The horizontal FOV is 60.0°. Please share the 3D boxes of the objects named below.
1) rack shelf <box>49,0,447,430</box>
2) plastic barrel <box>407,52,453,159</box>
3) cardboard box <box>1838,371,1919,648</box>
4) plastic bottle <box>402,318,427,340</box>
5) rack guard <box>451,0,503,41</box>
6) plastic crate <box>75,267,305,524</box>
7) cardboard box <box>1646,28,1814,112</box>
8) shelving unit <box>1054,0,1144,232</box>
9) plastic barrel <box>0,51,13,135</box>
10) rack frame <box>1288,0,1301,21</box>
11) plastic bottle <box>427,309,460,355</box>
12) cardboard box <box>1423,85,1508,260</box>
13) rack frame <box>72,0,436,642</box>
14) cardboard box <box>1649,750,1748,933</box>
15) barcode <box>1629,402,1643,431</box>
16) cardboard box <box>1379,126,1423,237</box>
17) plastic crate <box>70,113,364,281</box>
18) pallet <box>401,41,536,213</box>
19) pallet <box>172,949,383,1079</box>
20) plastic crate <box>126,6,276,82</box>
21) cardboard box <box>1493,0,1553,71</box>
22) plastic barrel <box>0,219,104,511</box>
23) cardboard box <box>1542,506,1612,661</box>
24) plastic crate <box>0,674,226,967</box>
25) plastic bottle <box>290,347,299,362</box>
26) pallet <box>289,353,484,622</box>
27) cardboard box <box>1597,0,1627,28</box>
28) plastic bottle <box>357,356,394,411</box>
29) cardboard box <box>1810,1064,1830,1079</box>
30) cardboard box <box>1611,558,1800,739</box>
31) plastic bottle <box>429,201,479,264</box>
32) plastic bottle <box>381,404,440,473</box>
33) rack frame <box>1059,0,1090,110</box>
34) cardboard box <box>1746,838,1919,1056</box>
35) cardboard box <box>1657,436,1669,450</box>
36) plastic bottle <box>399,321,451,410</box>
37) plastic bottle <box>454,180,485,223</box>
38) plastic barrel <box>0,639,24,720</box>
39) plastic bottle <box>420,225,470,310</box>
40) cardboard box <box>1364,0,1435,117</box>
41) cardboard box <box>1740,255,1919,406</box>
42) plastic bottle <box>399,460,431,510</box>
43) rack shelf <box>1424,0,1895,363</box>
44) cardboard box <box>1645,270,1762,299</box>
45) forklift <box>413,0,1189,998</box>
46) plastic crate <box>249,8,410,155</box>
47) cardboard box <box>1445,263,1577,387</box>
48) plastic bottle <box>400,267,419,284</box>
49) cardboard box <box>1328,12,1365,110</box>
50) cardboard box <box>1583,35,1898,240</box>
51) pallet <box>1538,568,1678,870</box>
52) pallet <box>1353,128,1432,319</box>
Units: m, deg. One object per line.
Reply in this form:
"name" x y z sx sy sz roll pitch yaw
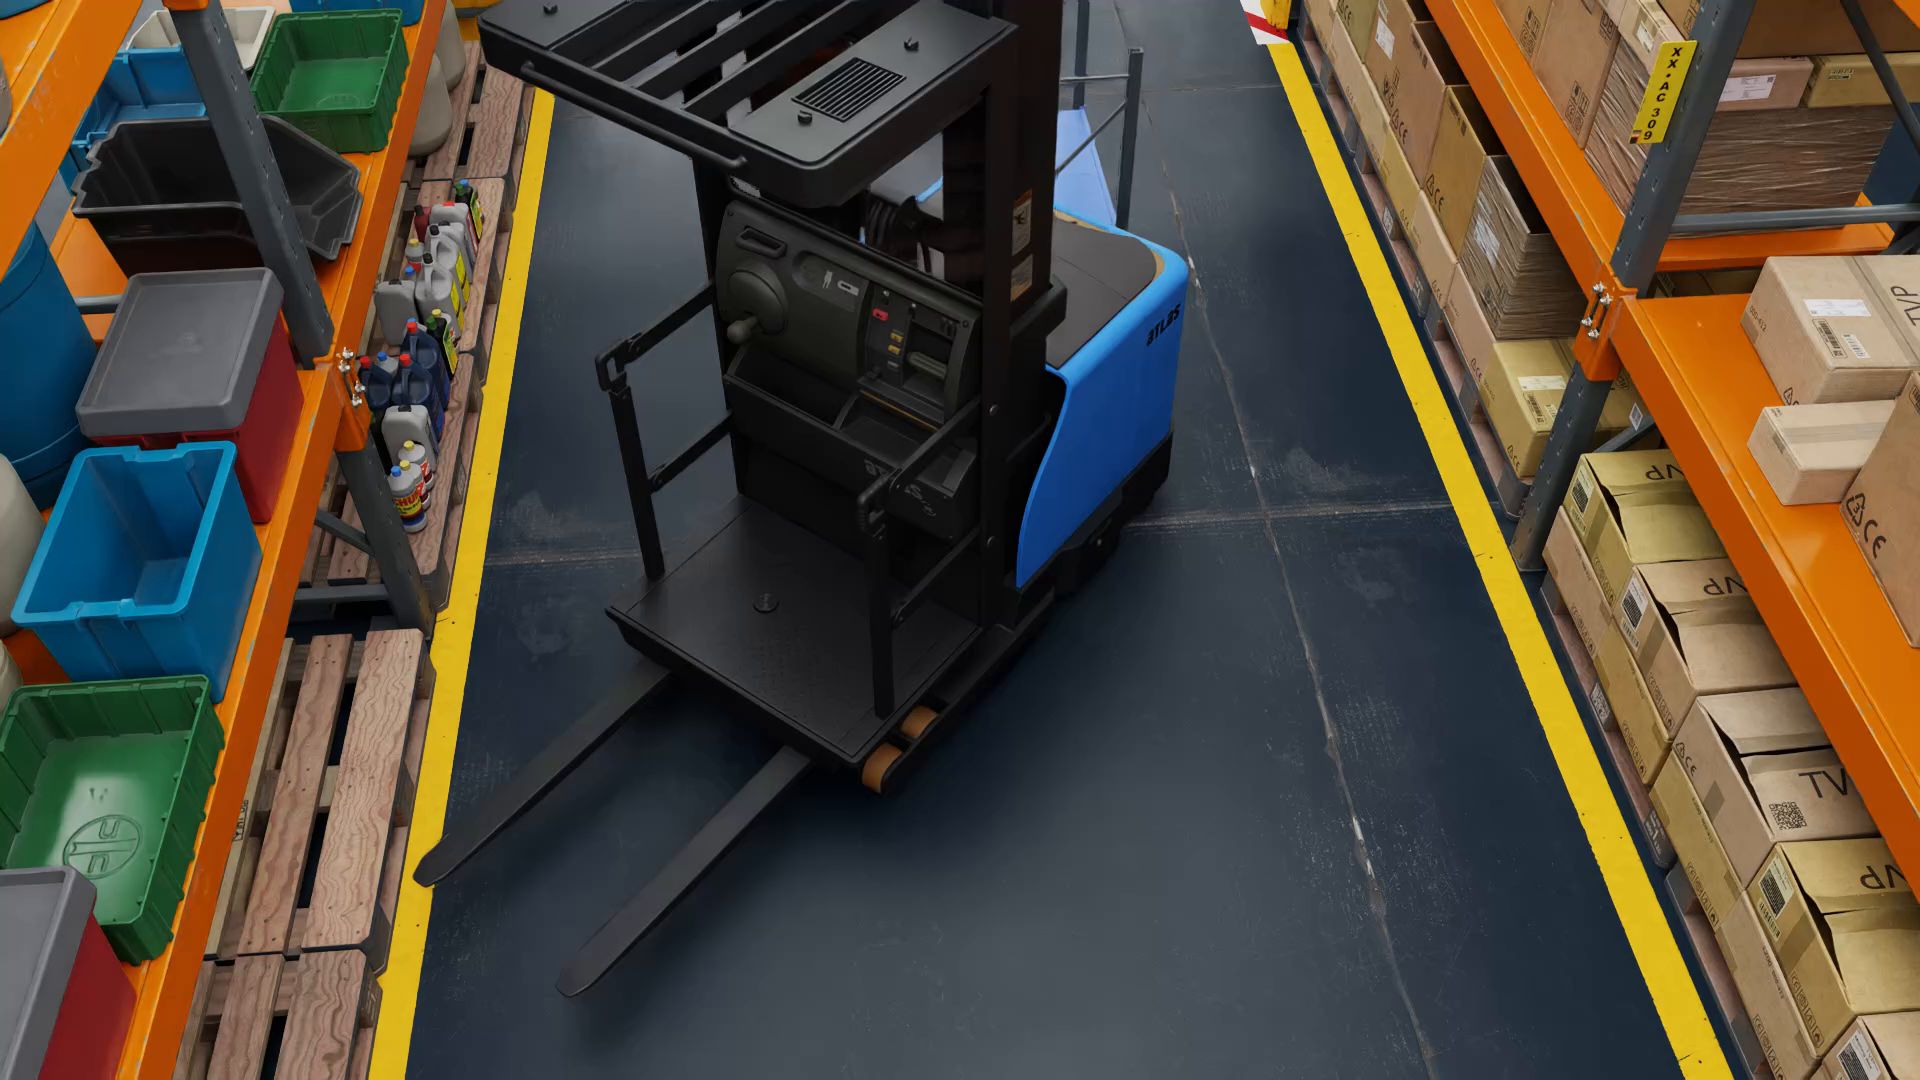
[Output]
"rack shelf" -2.550 -1.884 6.464 1.077 0.370 4.000 -3 47 -3
"plastic barrel" -2.544 -2.033 7.534 0.421 0.512 0.421 0 47 0
"cardboard box" 2.646 -0.079 4.190 0.500 0.500 0.500 0 47 0
"plastic bottle" -2.102 -0.747 6.468 0.097 0.271 0.097 0 47 0
"rack guard" -2.664 -2.667 8.431 1.175 0.500 0.348 -3 47 -3
"plastic crate" -2.037 -0.374 4.495 0.402 0.464 0.583 -3 47 -3
"cardboard box" 2.318 -1.424 5.017 0.380 0.149 0.250 -4 47 -3
"shelving unit" 0.335 -1.543 6.679 0.538 1.500 1.048 -5 47 -4
"plastic barrel" -2.069 -1.060 2.777 0.600 0.901 0.600 0 47 0
"rack frame" 2.219 -3.877 7.855 1.000 3.000 0.127 -3 47 -3
"plastic bottle" -2.053 -0.825 6.590 0.097 0.201 0.097 0 47 0
"cardboard box" 2.221 -1.486 6.679 0.500 0.500 0.500 -3 47 -3
"rack frame" -2.382 -0.684 4.832 1.000 3.000 0.127 -3 47 -3
"cardboard box" 2.428 0.870 4.965 0.500 0.250 0.500 -5 47 -5
"barcode" 2.160 -0.394 5.315 0.001 0.075 0.075 -3 47 -3
"cardboard box" 2.166 -1.589 7.293 0.500 0.250 0.500 -3 47 -3
"plastic crate" -2.300 -1.049 5.221 0.767 0.338 0.504 -3 47 -3
"pallet" -2.601 -1.979 7.979 1.003 0.211 1.213 -3 47 -3
"pallet" -2.173 1.725 4.471 1.003 0.211 1.213 -3 47 -3
"plastic crate" -2.771 -1.753 6.026 0.530 0.136 0.437 -3 47 -3
"cardboard box" 2.422 -2.082 6.087 0.700 0.500 0.500 -3 47 -3
"plastic barrel" -2.652 -0.559 4.368 0.600 0.901 0.708 -3 47 -3
"cardboard box" 2.341 0.125 5.670 0.500 0.250 0.500 -5 47 -4
"plastic crate" -1.955 0.632 3.732 0.450 0.188 0.662 -3 47 -3
"plastic bottle" -2.670 -0.847 6.554 0.061 0.283 0.133 -3 47 -3
"pallet" -2.397 -0.214 6.307 1.003 0.211 1.213 -3 47 -3
"cardboard box" 2.274 -1.792 5.366 0.380 0.149 0.250 -5 47 -4
"plastic bottle" -2.180 -0.525 6.203 0.144 0.351 0.185 -3 47 -3
"cardboard box" 2.516 1.610 4.264 0.500 0.250 0.500 -3 47 -2
"cardboard box" 2.377 0.302 5.116 0.500 0.311 0.500 -4 47 -4
"plastic bottle" -2.133 -1.307 6.995 0.152 0.276 0.135 -3 47 -3
"plastic bottle" -2.027 -0.388 6.125 0.152 0.276 0.135 -2 47 -2
"rack frame" 0.279 -1.910 7.026 0.500 1.500 0.032 -5 47 -4
"cardboard box" 2.470 1.052 4.406 0.500 0.311 0.500 -2 47 -2
"cardboard box" 2.817 -0.535 6.296 0.500 0.250 0.500 -3 47 -3
"plastic bottle" -2.052 -0.670 6.340 0.144 0.351 0.185 -5 47 -5
"plastic bottle" -2.127 -1.465 7.196 0.097 0.201 0.097 0 47 0
"plastic barrel" -2.425 0.330 3.966 0.301 0.262 0.301 0 47 0
"plastic bottle" -2.104 -1.113 6.759 0.144 0.351 0.185 -2 47 -2
"cardboard box" 2.141 -2.209 7.364 0.500 0.500 0.500 -3 47 -3
"cardboard box" 2.639 -0.577 4.834 0.500 0.250 0.500 -1 47 -1
"plastic bottle" -1.981 -0.204 6.001 0.097 0.201 0.097 0 47 0
"rack shelf" 2.386 -2.182 6.746 1.077 0.370 4.000 -3 47 -3
"cardboard box" 2.827 -0.794 6.024 0.500 0.500 0.500 -3 47 -3
"forklift" -0.477 -0.583 4.784 1.130 2.935 3.031 28 53 24
"plastic crate" -2.215 -1.611 5.855 0.450 0.188 0.662 -3 47 -3
"cardboard box" 2.265 -0.866 6.609 0.500 0.250 0.500 -3 47 -3
"plastic bottle" -2.220 -1.022 6.776 0.097 0.201 0.097 0 47 0
"cardboard box" 2.088 -2.312 7.979 0.500 0.250 0.500 -3 47 -3
"cardboard box" 2.510 -1.338 5.382 0.700 0.500 0.500 -5 47 -4
"pallet" 2.654 0.507 5.624 1.003 0.211 1.213 -3 47 -3
"pallet" 2.424 -1.486 7.512 1.003 0.211 1.213 -3 47 -3
